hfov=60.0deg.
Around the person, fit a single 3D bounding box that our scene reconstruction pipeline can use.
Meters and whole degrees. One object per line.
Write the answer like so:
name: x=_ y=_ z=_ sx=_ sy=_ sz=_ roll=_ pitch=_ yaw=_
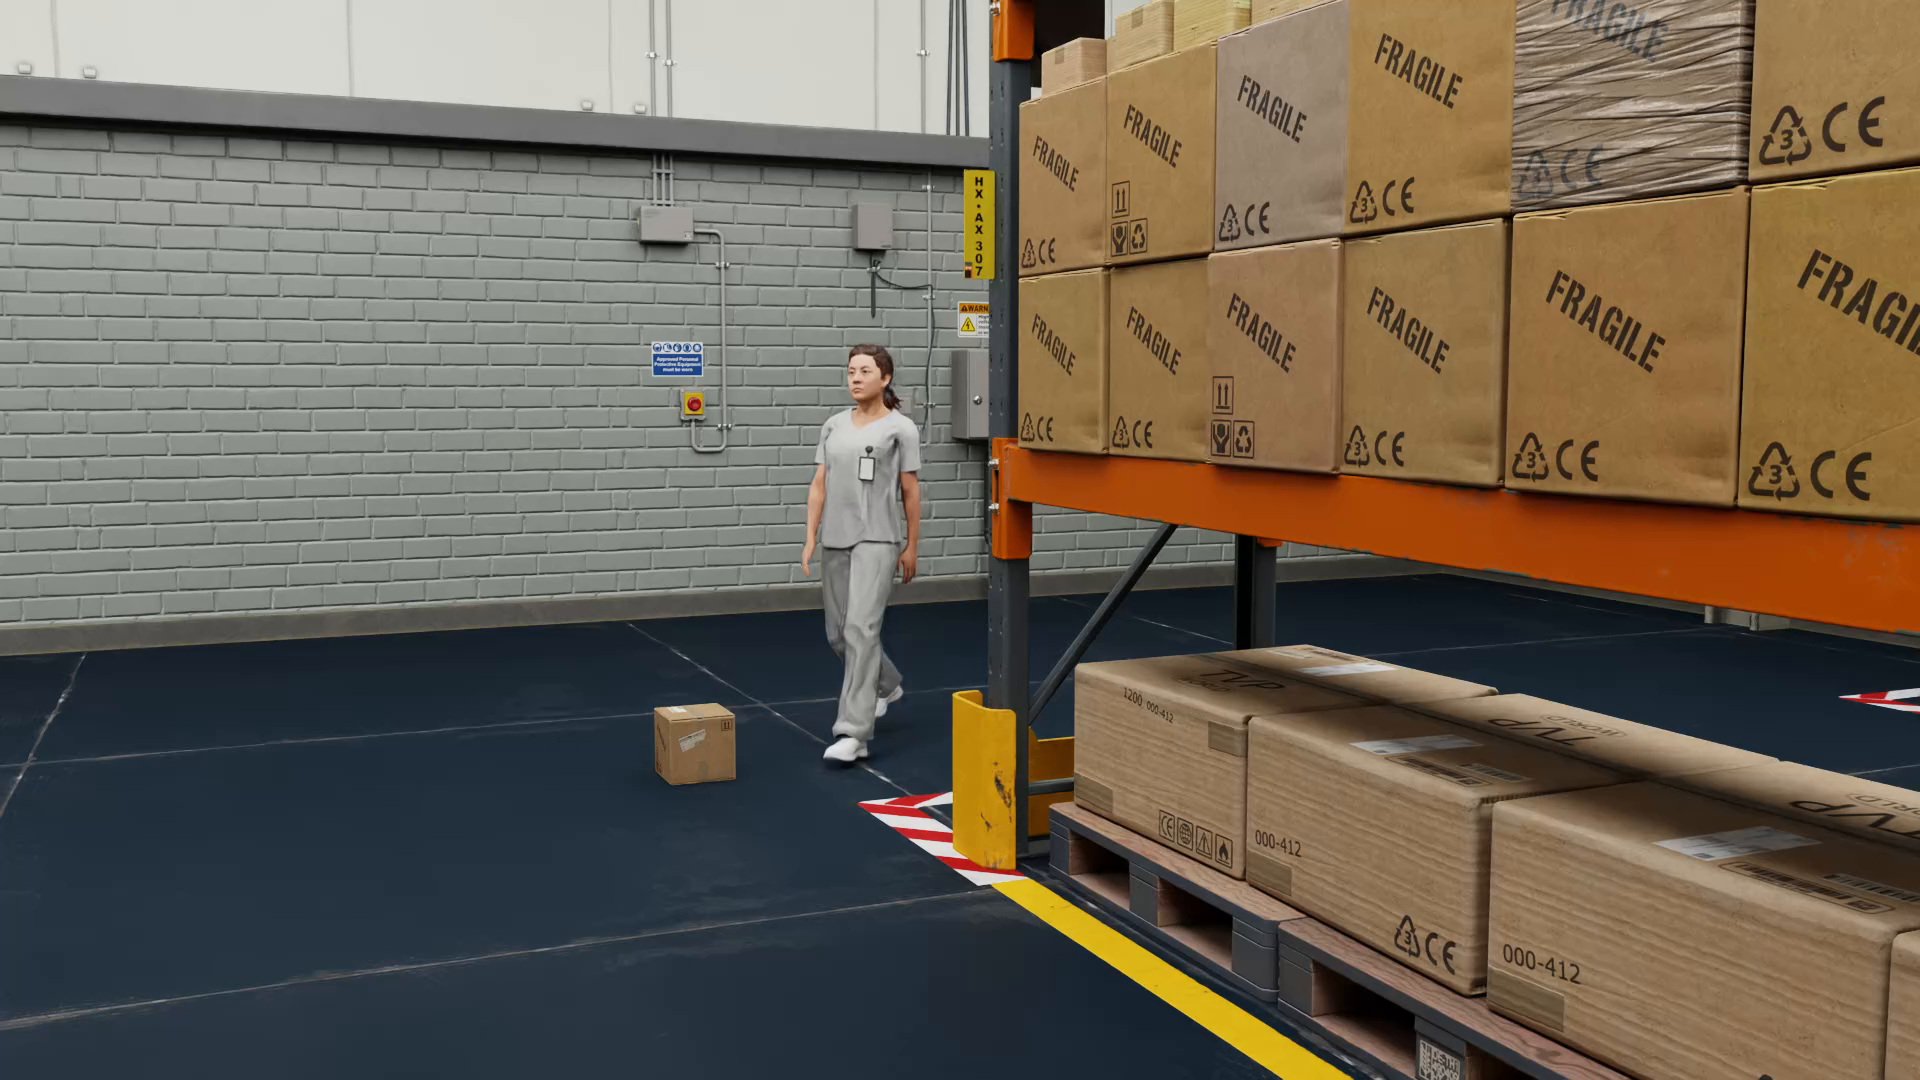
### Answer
person: x=-0.408 y=0.024 z=6.764 sx=0.449 sy=1.634 sz=0.900 roll=3 pitch=6 yaw=25
